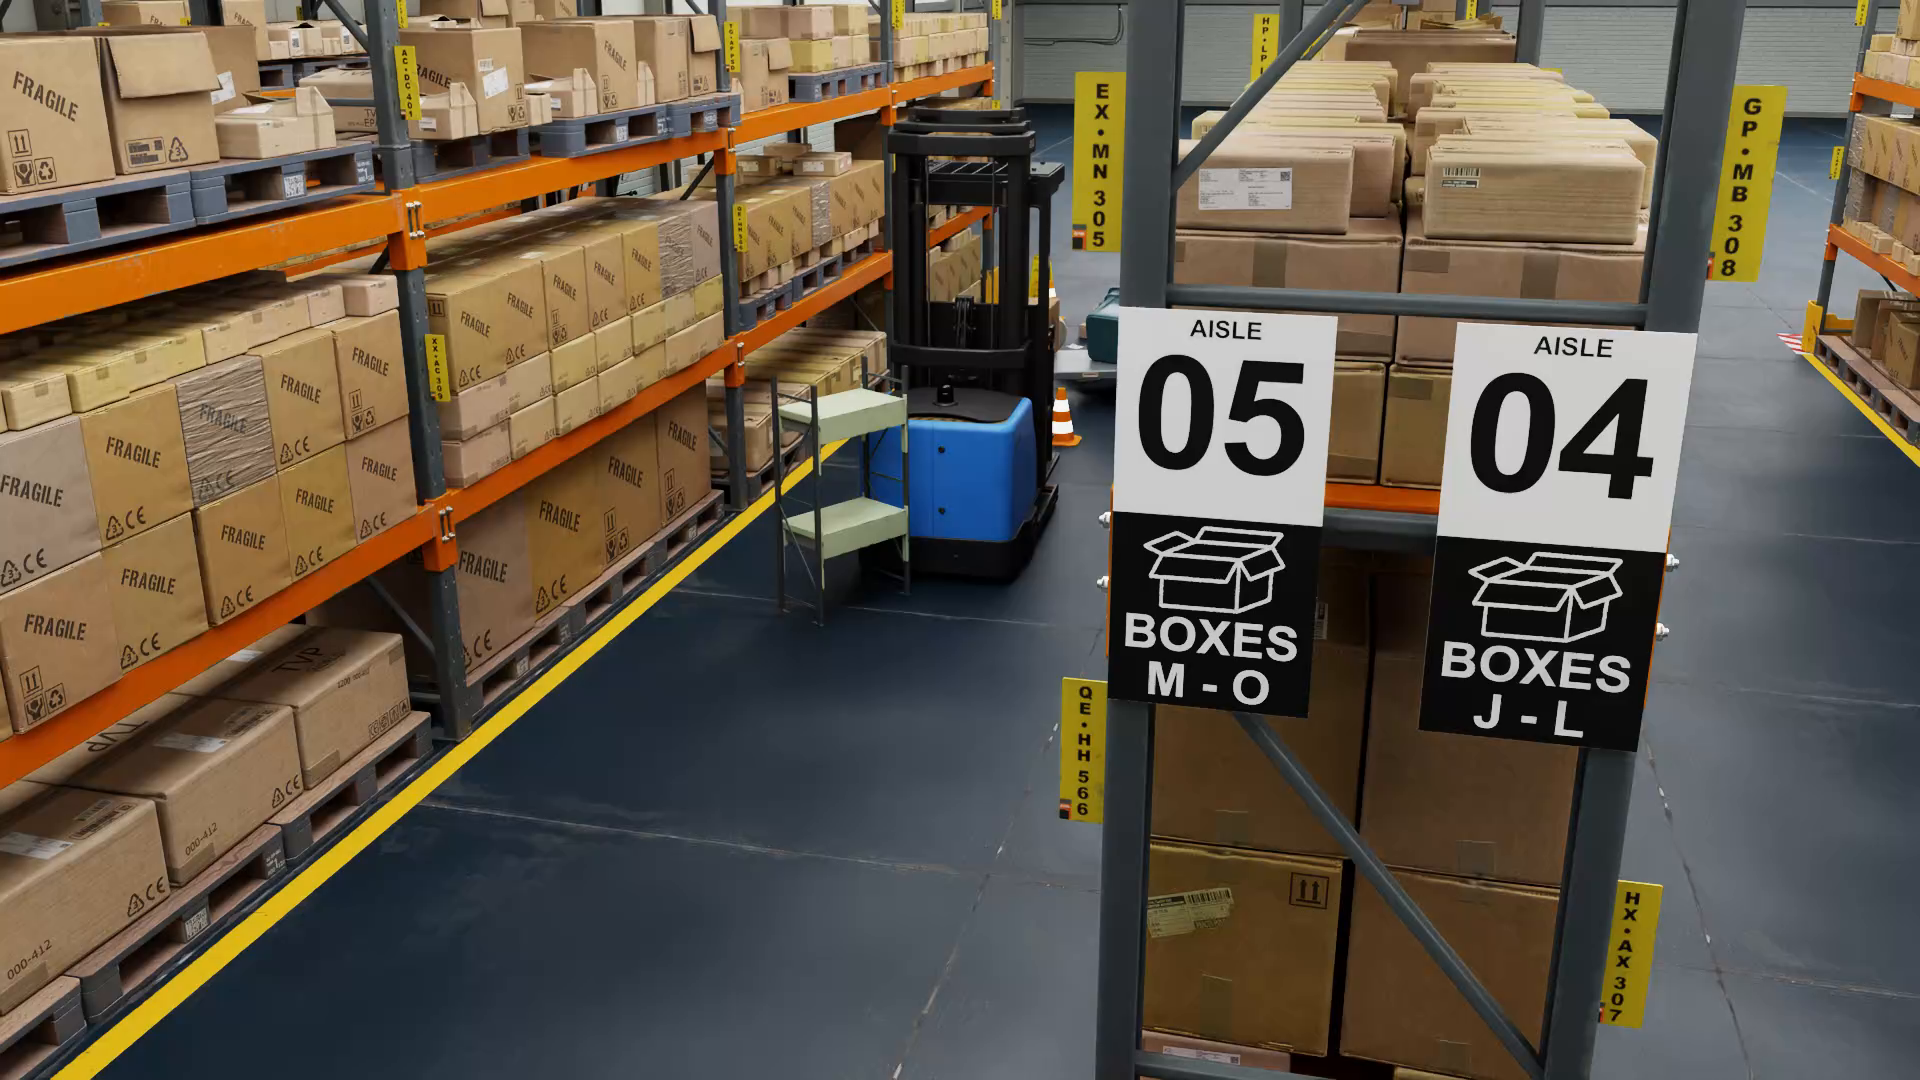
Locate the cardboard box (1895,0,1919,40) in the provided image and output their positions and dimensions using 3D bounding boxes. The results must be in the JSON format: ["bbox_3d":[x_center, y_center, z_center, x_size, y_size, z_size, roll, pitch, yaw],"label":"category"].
[{"bbox_3d":[8.863,-4.802,15.077,0.500,0.500,0.500,5,19,13],"label":"cardboard box"}]

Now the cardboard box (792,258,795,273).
[{"bbox_3d":[-1.533,-2.178,13.164,0.380,0.149,0.250,6,20,17],"label":"cardboard box"}]

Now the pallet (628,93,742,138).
[{"bbox_3d":[-2.183,-2.801,10.899,1.213,0.211,1.003,6,20,16],"label":"pallet"}]

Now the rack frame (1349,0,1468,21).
[{"bbox_3d":[3.725,-5.410,13.606,1.000,3.000,0.127,5,19,13],"label":"rack frame"}]

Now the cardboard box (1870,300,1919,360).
[{"bbox_3d":[9.206,-2.033,16.217,0.500,0.500,0.500,10,21,28],"label":"cardboard box"}]

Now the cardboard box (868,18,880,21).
[{"bbox_3d":[-0.994,-5.053,16.355,0.380,0.149,0.250,4,19,12],"label":"cardboard box"}]

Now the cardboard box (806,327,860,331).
[{"bbox_3d":[-1.216,-2.035,16.608,0.500,0.250,0.500,6,20,16],"label":"cardboard box"}]

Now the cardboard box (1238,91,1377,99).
[{"bbox_3d":[0.987,-1.192,4.738,0.380,0.149,0.250,4,19,12],"label":"cardboard box"}]

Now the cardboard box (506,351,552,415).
[{"bbox_3d":[-2.573,-0.870,9.053,0.500,0.250,0.500,5,19,14],"label":"cardboard box"}]

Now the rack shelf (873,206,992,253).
[{"bbox_3d":[-0.611,-3.217,17.579,1.077,0.370,4.000,5,19,13],"label":"rack shelf"}]

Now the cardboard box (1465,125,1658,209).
[{"bbox_3d":[1.310,-0.825,3.664,0.380,0.149,0.250,5,19,13],"label":"cardboard box"}]

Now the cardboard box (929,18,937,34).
[{"bbox_3d":[-0.441,-5.094,16.475,0.380,0.149,0.250,4,19,13],"label":"cardboard box"}]

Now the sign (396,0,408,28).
[{"bbox_3d":[-5.385,-5.095,16.036,0.100,0.325,0.005,5,19,13],"label":"sign"}]

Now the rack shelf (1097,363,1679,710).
[{"bbox_3d":[1.282,-0.516,5.031,1.077,0.370,4.000,5,19,13],"label":"rack shelf"}]

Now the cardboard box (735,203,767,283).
[{"bbox_3d":[-1.742,-2.187,12.184,0.500,0.500,0.500,4,19,12],"label":"cardboard box"}]

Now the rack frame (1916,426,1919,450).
[{"bbox_3d":[8.510,-2.148,13.336,1.000,3.000,0.127,5,19,13],"label":"rack frame"}]

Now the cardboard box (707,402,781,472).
[{"bbox_3d":[-1.929,-0.809,12.830,0.950,0.372,0.625,3,19,10],"label":"cardboard box"}]

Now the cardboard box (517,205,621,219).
[{"bbox_3d":[-2.546,-1.906,10.925,0.500,0.500,0.500,5,19,14],"label":"cardboard box"}]

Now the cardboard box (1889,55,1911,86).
[{"bbox_3d":[8.874,-4.303,15.235,0.500,0.250,0.500,5,19,13],"label":"cardboard box"}]

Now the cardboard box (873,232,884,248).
[{"bbox_3d":[-0.712,-2.885,15.883,0.380,0.149,0.250,5,19,13],"label":"cardboard box"}]

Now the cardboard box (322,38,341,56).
[{"bbox_3d":[-5.888,-4.500,15.164,0.380,0.149,0.250,5,19,13],"label":"cardboard box"}]

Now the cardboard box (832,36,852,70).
[{"bbox_3d":[-1.230,-4.125,14.066,0.500,0.250,0.500,5,19,14],"label":"cardboard box"}]

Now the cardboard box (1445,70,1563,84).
[{"bbox_3d":[1.886,-1.555,5.799,0.380,0.149,0.250,5,19,13],"label":"cardboard box"}]

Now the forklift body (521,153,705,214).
[{"bbox_3d":[-3.631,-3.435,18.417,2.313,2.155,1.214,5,19,13],"label":"forklift body"}]

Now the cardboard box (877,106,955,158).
[{"bbox_3d":[-0.448,-4.197,17.173,0.700,0.500,0.500,5,19,13],"label":"cardboard box"}]

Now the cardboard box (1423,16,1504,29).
[{"bbox_3d":[2.607,-2.595,8.664,0.396,0.266,0.258,5,19,13],"label":"cardboard box"}]

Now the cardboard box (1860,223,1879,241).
[{"bbox_3d":[8.990,-2.978,16.156,0.380,0.149,0.250,5,19,13],"label":"cardboard box"}]

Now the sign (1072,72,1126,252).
[{"bbox_3d":[0.260,-0.699,3.083,0.100,0.325,0.005,5,19,13],"label":"sign"}]

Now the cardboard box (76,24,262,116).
[{"bbox_3d":[-3.401,-1.968,7.210,0.500,0.500,0.500,5,19,14],"label":"cardboard box"}]

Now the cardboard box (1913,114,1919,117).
[{"bbox_3d":[9.593,-3.871,16.219,0.500,0.500,0.500,5,19,13],"label":"cardboard box"}]

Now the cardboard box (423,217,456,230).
[{"bbox_3d":[-5.552,-3.487,17.102,0.500,0.500,0.500,4,19,12],"label":"cardboard box"}]

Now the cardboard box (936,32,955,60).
[{"bbox_3d":[-0.353,-5.013,16.855,0.500,0.250,0.500,5,19,14],"label":"cardboard box"}]

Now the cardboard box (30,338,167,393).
[{"bbox_3d":[-3.240,-0.655,6.260,0.380,0.149,0.250,5,19,13],"label":"cardboard box"}]

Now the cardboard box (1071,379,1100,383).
[{"bbox_3d":[1.181,-1.723,16.321,0.258,0.266,0.396,-9,21,-24],"label":"cardboard box"}]

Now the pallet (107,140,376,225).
[{"bbox_3d":[-3.264,-1.545,7.067,1.003,0.211,1.213,5,19,13],"label":"pallet"}]

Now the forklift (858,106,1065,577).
[{"bbox_3d":[0.125,-1.587,11.798,1.130,2.935,3.031,4,19,11],"label":"forklift"}]

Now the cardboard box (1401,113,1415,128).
[{"bbox_3d":[1.766,-1.322,5.736,0.500,0.250,0.500,4,19,11],"label":"cardboard box"}]

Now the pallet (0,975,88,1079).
[{"bbox_3d":[-3.912,1.893,5.818,1.003,0.211,1.213,5,19,13],"label":"pallet"}]

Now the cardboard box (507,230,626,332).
[{"bbox_3d":[-2.325,-1.540,9.854,0.500,0.500,0.500,4,19,12],"label":"cardboard box"}]

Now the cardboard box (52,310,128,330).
[{"bbox_3d":[-3.665,-0.853,6.840,0.380,0.149,0.250,4,19,12],"label":"cardboard box"}]

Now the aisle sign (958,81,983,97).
[{"bbox_3d":[0.174,-5.411,18.867,0.394,0.787,0.004,5,19,13],"label":"aisle sign"}]

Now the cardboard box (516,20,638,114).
[{"bbox_3d":[-2.226,-2.767,9.703,0.500,0.500,0.500,5,19,14],"label":"cardboard box"}]

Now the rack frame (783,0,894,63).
[{"bbox_3d":[-1.100,-5.770,14.658,1.000,3.000,0.127,5,19,13],"label":"rack frame"}]

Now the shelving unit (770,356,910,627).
[{"bbox_3d":[-0.724,-0.312,10.281,0.431,1.500,0.755,18,26,42],"label":"shelving unit"}]

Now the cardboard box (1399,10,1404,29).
[{"bbox_3d":[3.596,-4.481,14.494,0.500,0.250,0.500,4,19,13],"label":"cardboard box"}]

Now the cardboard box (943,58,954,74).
[{"bbox_3d":[-0.270,-4.866,17.042,0.380,0.149,0.250,4,19,13],"label":"cardboard box"}]

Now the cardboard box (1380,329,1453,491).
[{"bbox_3d":[1.151,-0.279,3.456,0.500,0.250,0.500,5,20,15],"label":"cardboard box"}]

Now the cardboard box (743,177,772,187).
[{"bbox_3d":[-1.863,-2.720,13.747,0.500,0.500,0.500,4,19,11],"label":"cardboard box"}]

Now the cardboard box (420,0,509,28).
[{"bbox_3d":[-5.335,-5.638,17.949,0.797,0.503,0.637,5,20,15],"label":"cardboard box"}]

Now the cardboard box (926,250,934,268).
[{"bbox_3d":[-0.481,-2.849,16.830,0.380,0.149,0.250,5,20,15],"label":"cardboard box"}]

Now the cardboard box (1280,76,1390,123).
[{"bbox_3d":[1.208,-1.439,5.462,0.380,0.149,0.250,4,19,12],"label":"cardboard box"}]

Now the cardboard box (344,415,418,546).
[{"bbox_3d":[-2.920,-0.305,7.785,0.500,0.500,0.500,5,19,14],"label":"cardboard box"}]

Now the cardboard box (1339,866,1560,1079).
[{"bbox_3d":[1.171,0.883,3.848,0.500,0.500,0.500,6,20,16],"label":"cardboard box"}]
